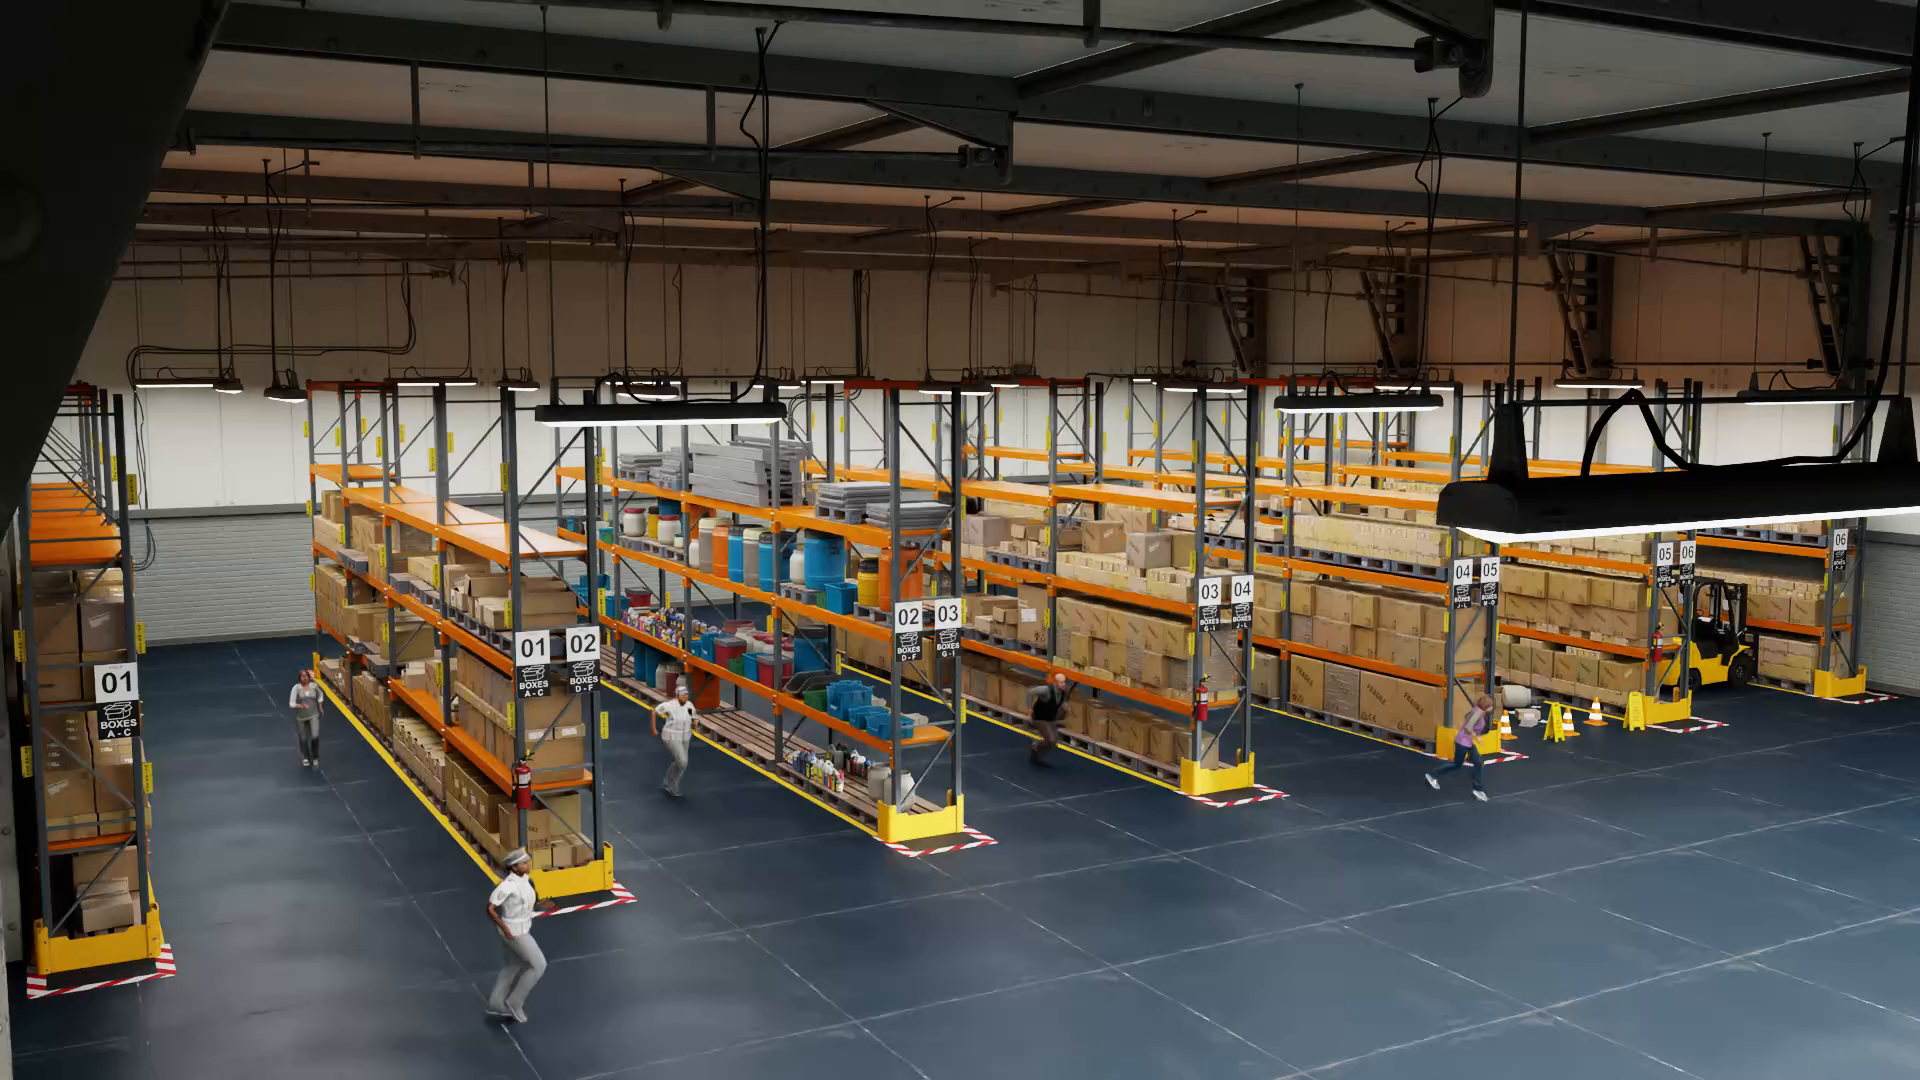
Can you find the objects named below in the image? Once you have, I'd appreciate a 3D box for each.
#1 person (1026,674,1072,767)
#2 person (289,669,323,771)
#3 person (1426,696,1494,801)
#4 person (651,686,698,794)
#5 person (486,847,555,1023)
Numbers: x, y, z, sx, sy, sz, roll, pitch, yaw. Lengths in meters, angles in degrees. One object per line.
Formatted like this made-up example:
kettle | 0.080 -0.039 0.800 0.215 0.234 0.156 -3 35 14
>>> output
person | 1.356 2.815 25.863 0.684 1.548 0.855 -5 8 -41
person | -10.131 2.791 25.827 0.507 1.604 0.667 -3 7 -25
person | 7.293 3.020 24.287 0.917 1.534 0.573 2 6 20
person | -4.130 2.923 24.304 0.637 1.617 0.759 -6 9 -45
person | -4.249 3.799 16.074 0.667 1.715 0.550 -1 6 -6
